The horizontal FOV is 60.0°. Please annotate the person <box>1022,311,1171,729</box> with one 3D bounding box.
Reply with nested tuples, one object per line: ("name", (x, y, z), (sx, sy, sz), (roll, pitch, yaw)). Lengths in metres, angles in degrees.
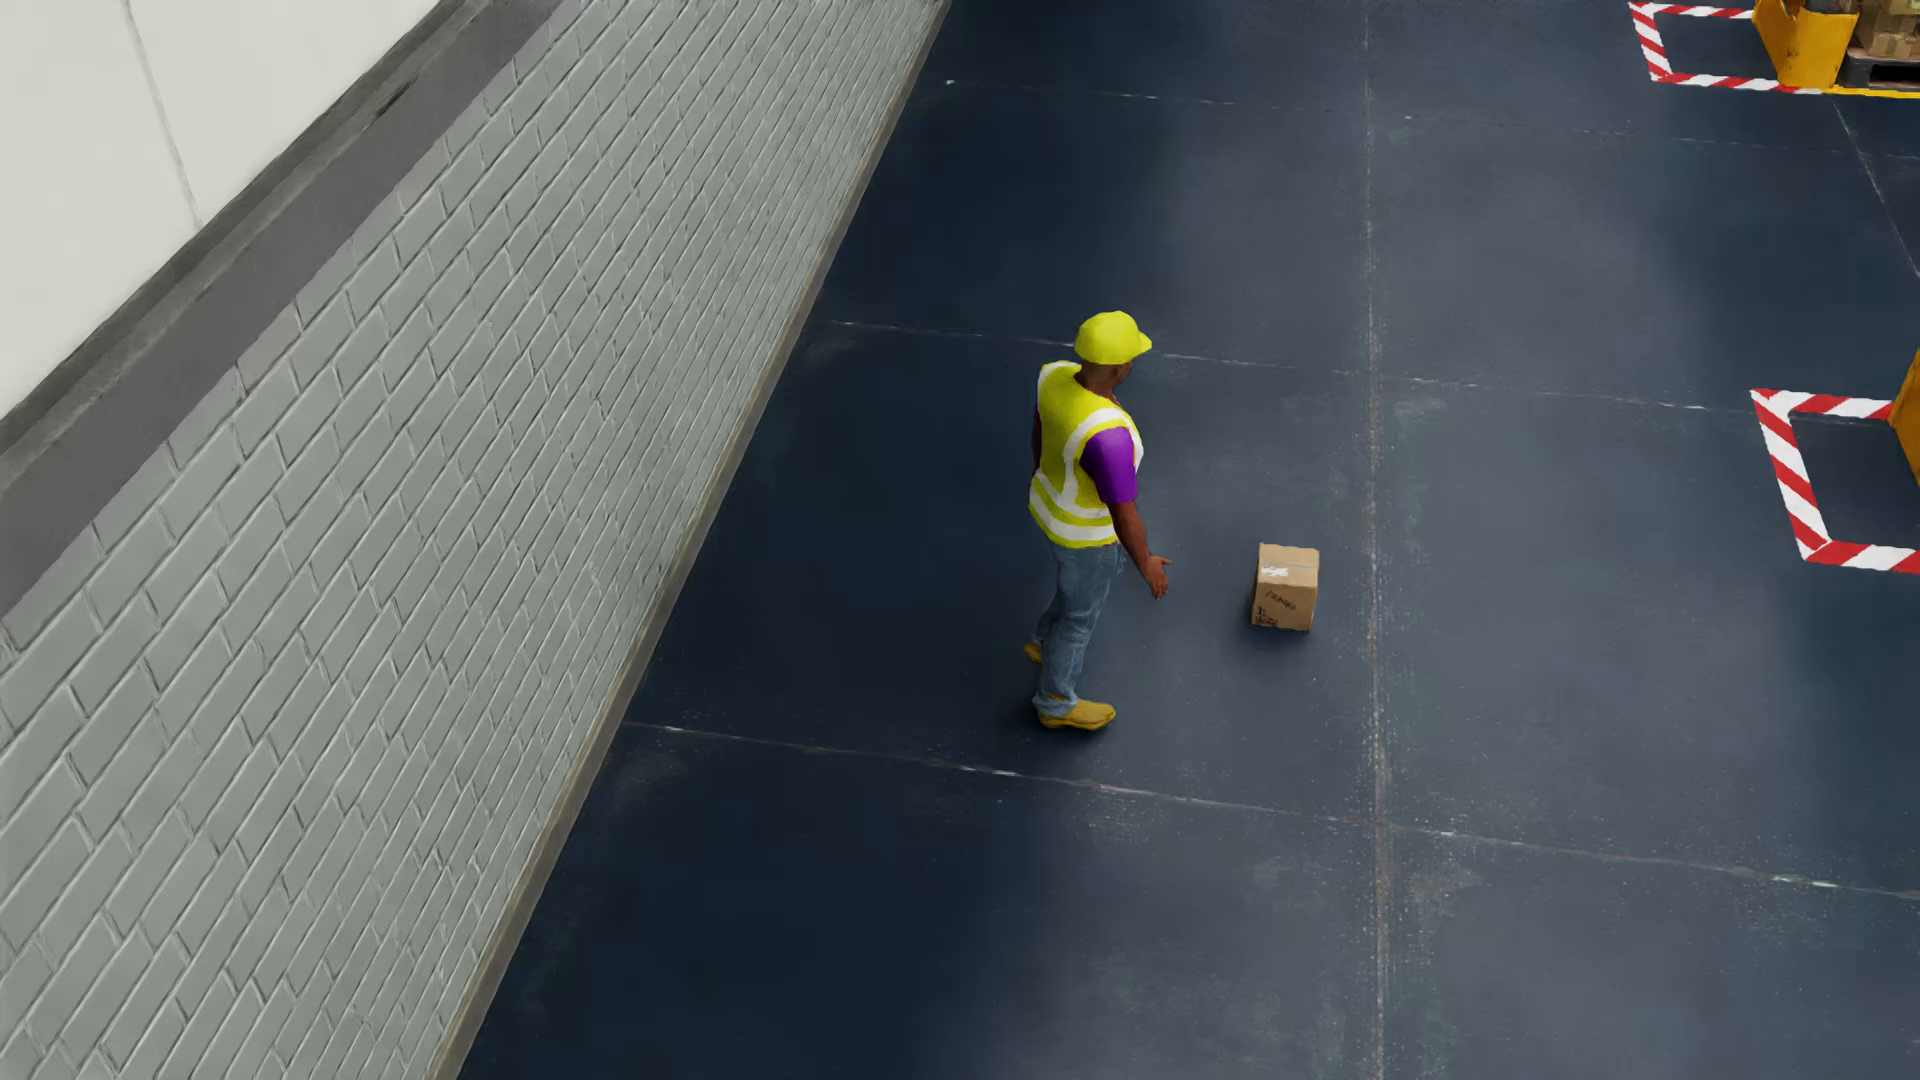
("person", (0.471, -0.075, 6.200), (0.471, 1.758, 0.728), (-12, 42, -14))
